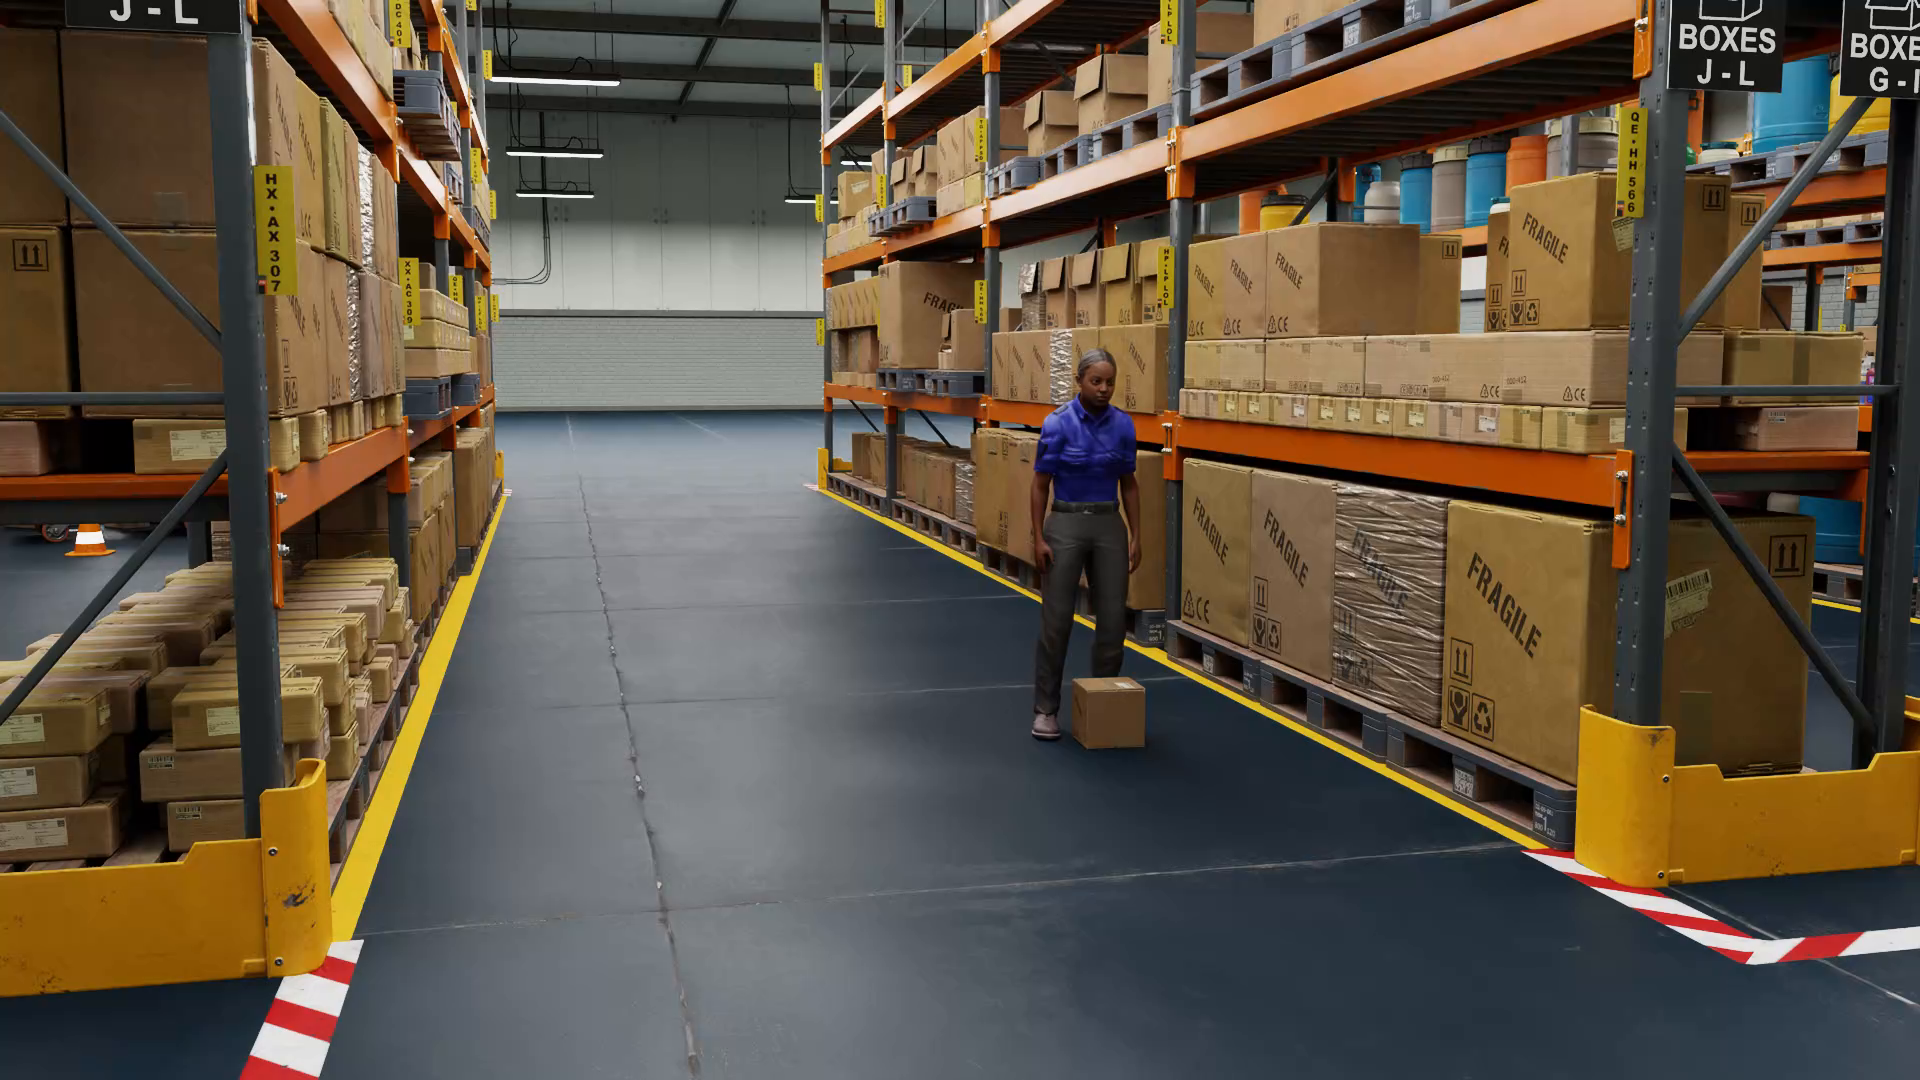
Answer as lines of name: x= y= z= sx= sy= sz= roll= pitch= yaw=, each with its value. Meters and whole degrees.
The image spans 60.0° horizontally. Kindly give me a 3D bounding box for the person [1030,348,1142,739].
person: x=0.537 y=0.013 z=7.150 sx=0.508 sy=1.641 sz=0.348 roll=-2 pitch=6 yaw=-14
